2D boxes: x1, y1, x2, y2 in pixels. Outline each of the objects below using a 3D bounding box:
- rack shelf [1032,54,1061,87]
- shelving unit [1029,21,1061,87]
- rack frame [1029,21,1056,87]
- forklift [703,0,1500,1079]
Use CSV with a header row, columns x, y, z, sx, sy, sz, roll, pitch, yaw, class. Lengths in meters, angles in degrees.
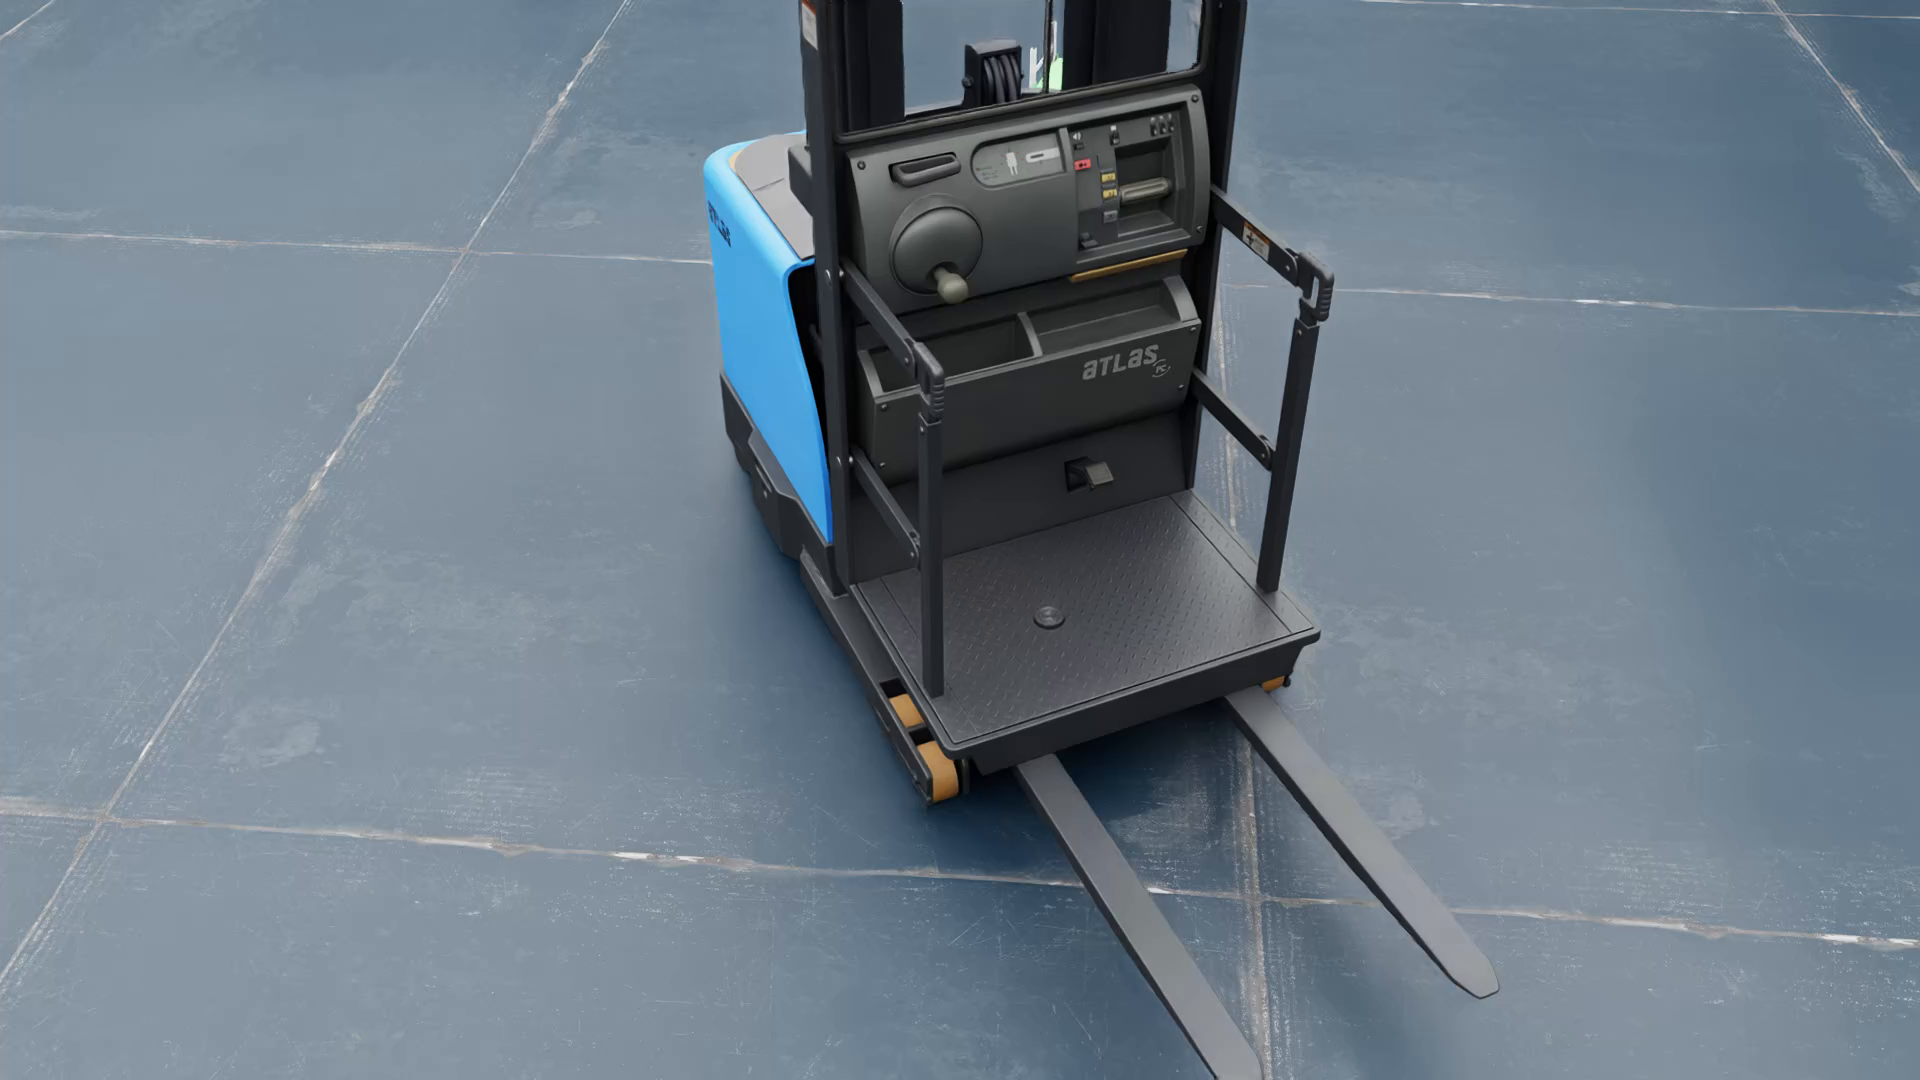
x,y,z,sx,sy,sz,roll,pitch,yaw,class
0.497,-1.428,5.395,0.480,0.148,0.258,13,41,15,rack shelf
0.497,-1.105,5.657,0.503,1.200,0.258,13,41,15,shelving unit
0.267,-1.157,5.721,0.015,1.200,0.240,13,41,15,rack frame
0.274,-0.756,3.858,1.130,2.935,3.031,-16,42,-18,forklift
